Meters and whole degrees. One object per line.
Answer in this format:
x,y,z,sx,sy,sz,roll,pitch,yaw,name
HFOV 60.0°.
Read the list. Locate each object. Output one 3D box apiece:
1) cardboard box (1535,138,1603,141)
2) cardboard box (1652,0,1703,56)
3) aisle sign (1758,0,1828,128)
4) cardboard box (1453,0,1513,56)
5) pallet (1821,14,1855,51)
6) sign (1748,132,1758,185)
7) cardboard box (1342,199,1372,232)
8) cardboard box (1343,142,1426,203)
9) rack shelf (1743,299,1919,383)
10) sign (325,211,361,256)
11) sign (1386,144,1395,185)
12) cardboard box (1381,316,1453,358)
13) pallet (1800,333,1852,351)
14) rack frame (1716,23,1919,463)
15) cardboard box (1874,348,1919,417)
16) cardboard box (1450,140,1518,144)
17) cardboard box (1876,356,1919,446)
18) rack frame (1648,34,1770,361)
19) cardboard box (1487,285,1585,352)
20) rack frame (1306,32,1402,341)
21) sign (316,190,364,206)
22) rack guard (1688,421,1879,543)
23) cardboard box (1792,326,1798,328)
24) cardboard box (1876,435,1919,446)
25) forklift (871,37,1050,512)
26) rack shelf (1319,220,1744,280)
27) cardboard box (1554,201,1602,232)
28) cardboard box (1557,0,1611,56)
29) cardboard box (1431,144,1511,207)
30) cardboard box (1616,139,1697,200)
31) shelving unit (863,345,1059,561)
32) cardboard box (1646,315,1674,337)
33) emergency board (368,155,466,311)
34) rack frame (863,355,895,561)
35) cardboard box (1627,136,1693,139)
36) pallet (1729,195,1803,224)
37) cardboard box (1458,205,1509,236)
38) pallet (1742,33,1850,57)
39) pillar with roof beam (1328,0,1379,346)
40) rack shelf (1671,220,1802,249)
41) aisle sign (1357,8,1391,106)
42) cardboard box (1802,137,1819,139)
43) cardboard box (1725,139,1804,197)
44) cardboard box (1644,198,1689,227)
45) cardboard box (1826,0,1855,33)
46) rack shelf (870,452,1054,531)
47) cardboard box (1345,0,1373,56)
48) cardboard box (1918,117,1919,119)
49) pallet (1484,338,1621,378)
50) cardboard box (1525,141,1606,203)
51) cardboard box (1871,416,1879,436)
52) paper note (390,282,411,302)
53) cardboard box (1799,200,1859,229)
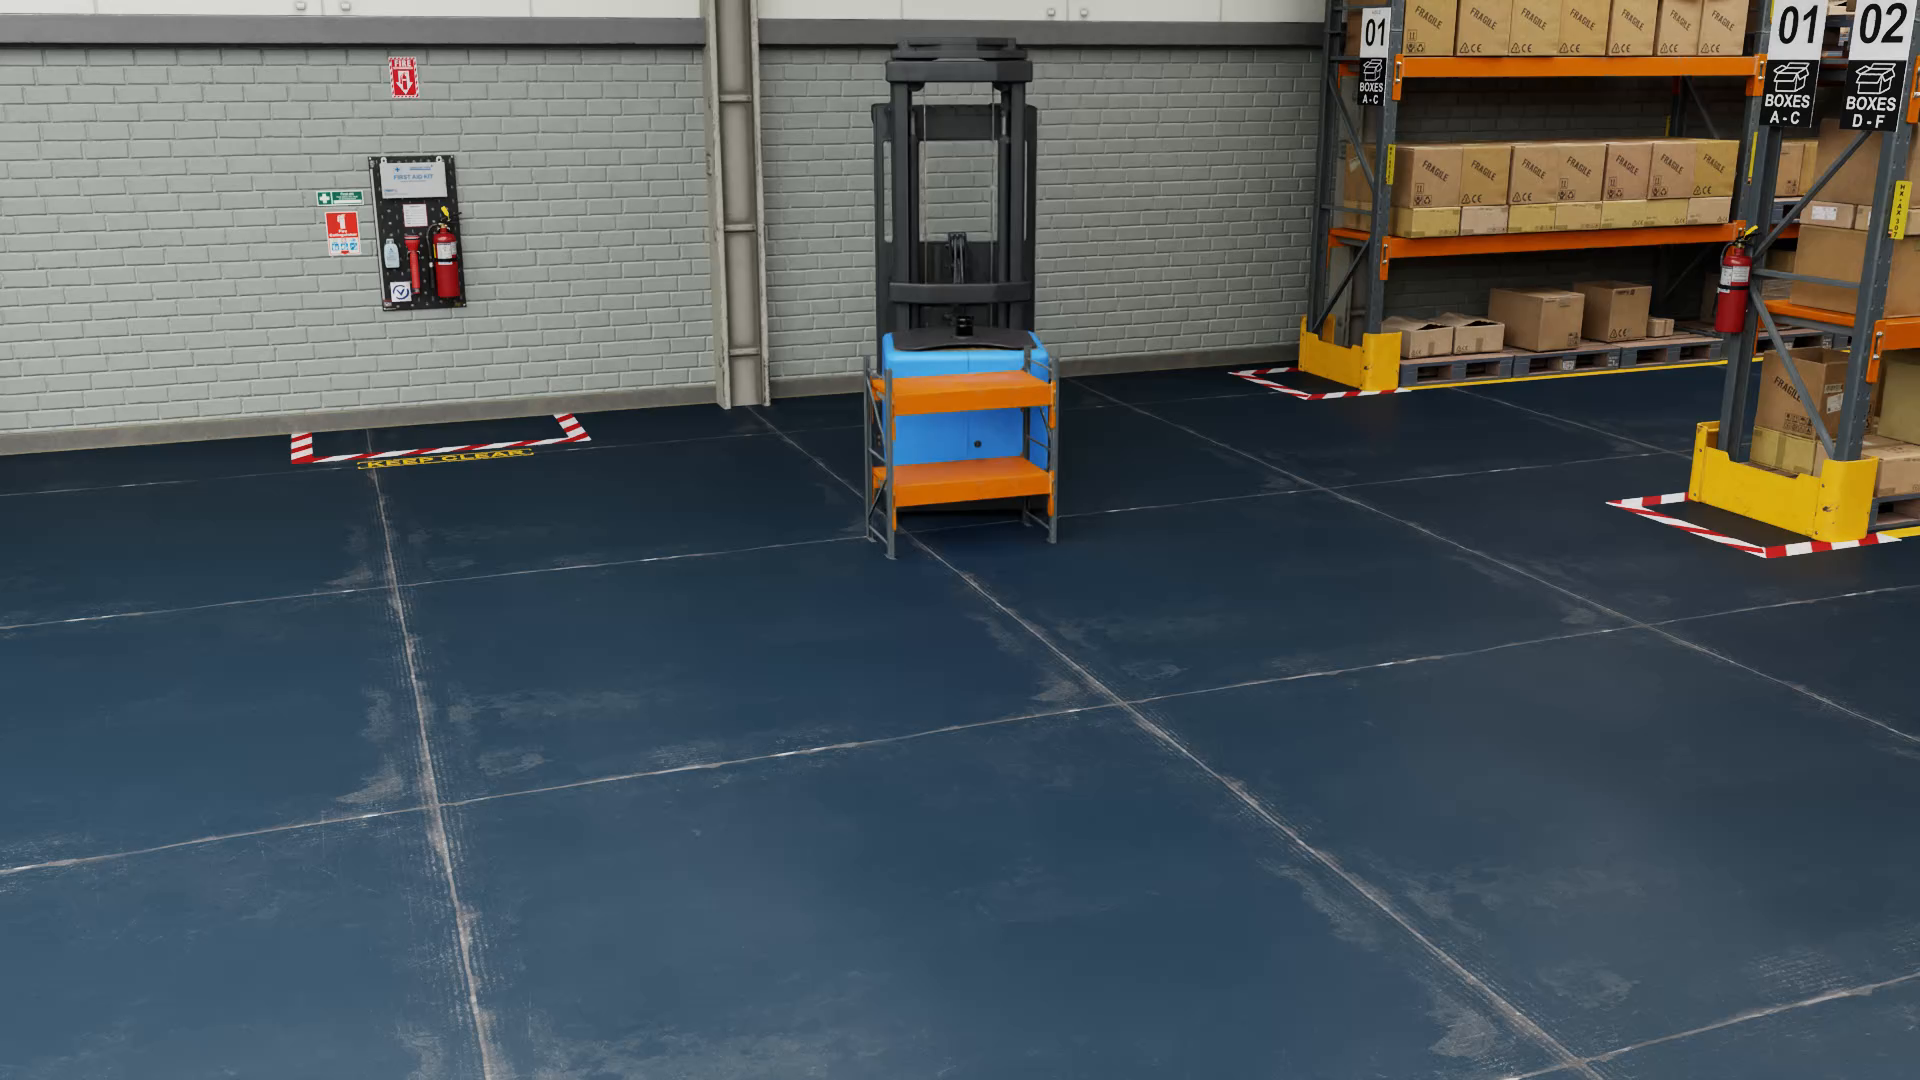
5.703,-3.502,15.600,0.500,0.500,0.500,-6,17,-19,cardboard box
6.309,-4.630,15.005,0.500,0.500,0.500,-8,18,-25,cardboard box
5.043,-2.909,10.066,0.004,0.787,0.394,-6,17,-20,aisle sign
4.350,-4.403,14.232,0.500,0.500,0.500,-5,17,-16,cardboard box
5.879,-3.052,10.001,1.213,0.211,1.003,-6,17,-20,pallet
5.028,-2.404,10.486,0.005,0.325,0.100,-6,17,-20,sign
3.801,-2.929,14.981,0.500,0.250,0.500,-6,17,-19,cardboard box
3.798,-3.295,14.894,0.500,0.500,0.500,-6,18,-21,cardboard box
7.077,-1.447,10.980,4.000,0.370,1.077,-6,17,-20,rack shelf
-4.700,-2.336,12.667,0.234,0.329,0.001,-6,17,-20,sign
3.628,-3.166,14.021,0.005,0.325,0.100,-6,17,-20,sign
4.112,-1.861,15.102,0.500,0.311,0.500,-8,18,-26,cardboard box
9.036,-2.162,17.086,1.213,0.211,1.003,-6,17,-20,pallet
5.210,-1.591,10.192,0.127,3.000,1.000,-6,17,-20,rack frame
6.532,-1.070,11.221,0.500,0.500,0.500,-6,17,-20,cardboard box
4.752,-3.396,15.239,0.500,0.500,0.500,-7,18,-22,cardboard box
6.256,-0.879,10.572,0.500,0.500,0.500,-6,17,-20,cardboard box
7.169,-3.297,16.002,0.127,3.000,1.000,-6,17,-20,rack frame
5.347,-2.070,15.479,0.500,0.500,0.700,-7,18,-24,cardboard box
3.434,-2.894,14.629,0.127,3.000,1.000,-6,17,-20,rack frame
-4.692,-2.589,12.586,0.331,0.109,0.001,-6,17,-20,sign
5.187,-0.389,10.536,0.348,0.500,1.175,-6,17,-20,rack guard
8.315,-2.453,16.782,0.500,0.500,0.700,-7,18,-21,cardboard box
6.256,-0.520,10.680,0.500,0.250,0.500,-6,17,-20,cardboard box
-0.050,-1.948,11.530,1.130,2.935,3.031,-1,16,-4,forklift
5.301,-2.750,15.417,4.000,0.370,1.077,-6,17,-20,rack shelf
5.433,-2.953,15.062,0.500,0.250,0.500,-6,17,-20,cardboard box
5.326,-4.516,14.617,0.500,0.500,0.500,-5,17,-17,cardboard box
4.452,-3.207,14.597,0.500,0.500,0.500,-6,17,-20,cardboard box
6.374,-3.414,15.299,0.500,0.500,0.500,-6,17,-20,cardboard box
0.004,-0.535,9.922,1.048,1.125,0.538,-6,17,-18,shelving unit
6.680,-2.087,16.129,0.250,0.166,0.380,-9,18,-27,cardboard box
-4.146,-2.348,12.770,0.643,1.169,0.194,-6,17,-20,emergency board
-0.477,-0.488,9.764,0.032,1.125,0.500,-6,17,-18,rack frame
6.655,-3.602,15.940,0.500,0.500,0.500,-7,18,-21,cardboard box
7.934,-3.244,16.161,1.213,0.211,1.003,-6,17,-20,pallet
4.483,-2.853,14.721,0.500,0.250,0.500,-7,18,-22,cardboard box
7.783,-4.680,15.722,1.003,0.211,1.213,-6,17,-20,pallet
5.318,-4.938,10.942,0.400,9.000,9.100,-6,17,-20,pillar with roof beam
9.036,-3.153,16.790,4.000,0.370,1.077,-6,17,-20,rack shelf
3.474,-4.055,13.969,0.004,0.787,0.394,-6,17,-20,aisle sign
8.784,-3.727,16.510,0.500,0.500,0.700,-4,17,-12,cardboard box
7.656,-3.598,16.070,0.500,0.500,0.700,-6,17,-20,cardboard box
6.367,-3.059,15.422,0.500,0.250,0.500,-6,17,-20,cardboard box
8.283,-4.991,15.860,0.500,0.311,0.500,-6,17,-18,cardboard box
0.004,-0.300,9.991,1.000,0.278,0.538,-6,17,-18,rack shelf
3.733,-4.499,14.559,0.500,0.500,0.500,-5,17,-16,cardboard box
6.189,-2.365,10.347,0.500,0.500,0.700,-7,18,-22,cardboard box
5.413,-1.758,15.710,1.213,0.211,1.003,-6,17,-20,pallet
5.414,-3.313,14.956,0.500,0.500,0.500,-6,17,-18,cardboard box
6.067,-0.658,11.151,0.500,0.250,0.500,-6,17,-20,cardboard box
-4.336,-1.925,12.895,0.142,0.148,0.016,-6,17,-20,paper note
5.498,-2.039,10.388,0.250,0.149,0.380,-6,18,-21,cardboard box
